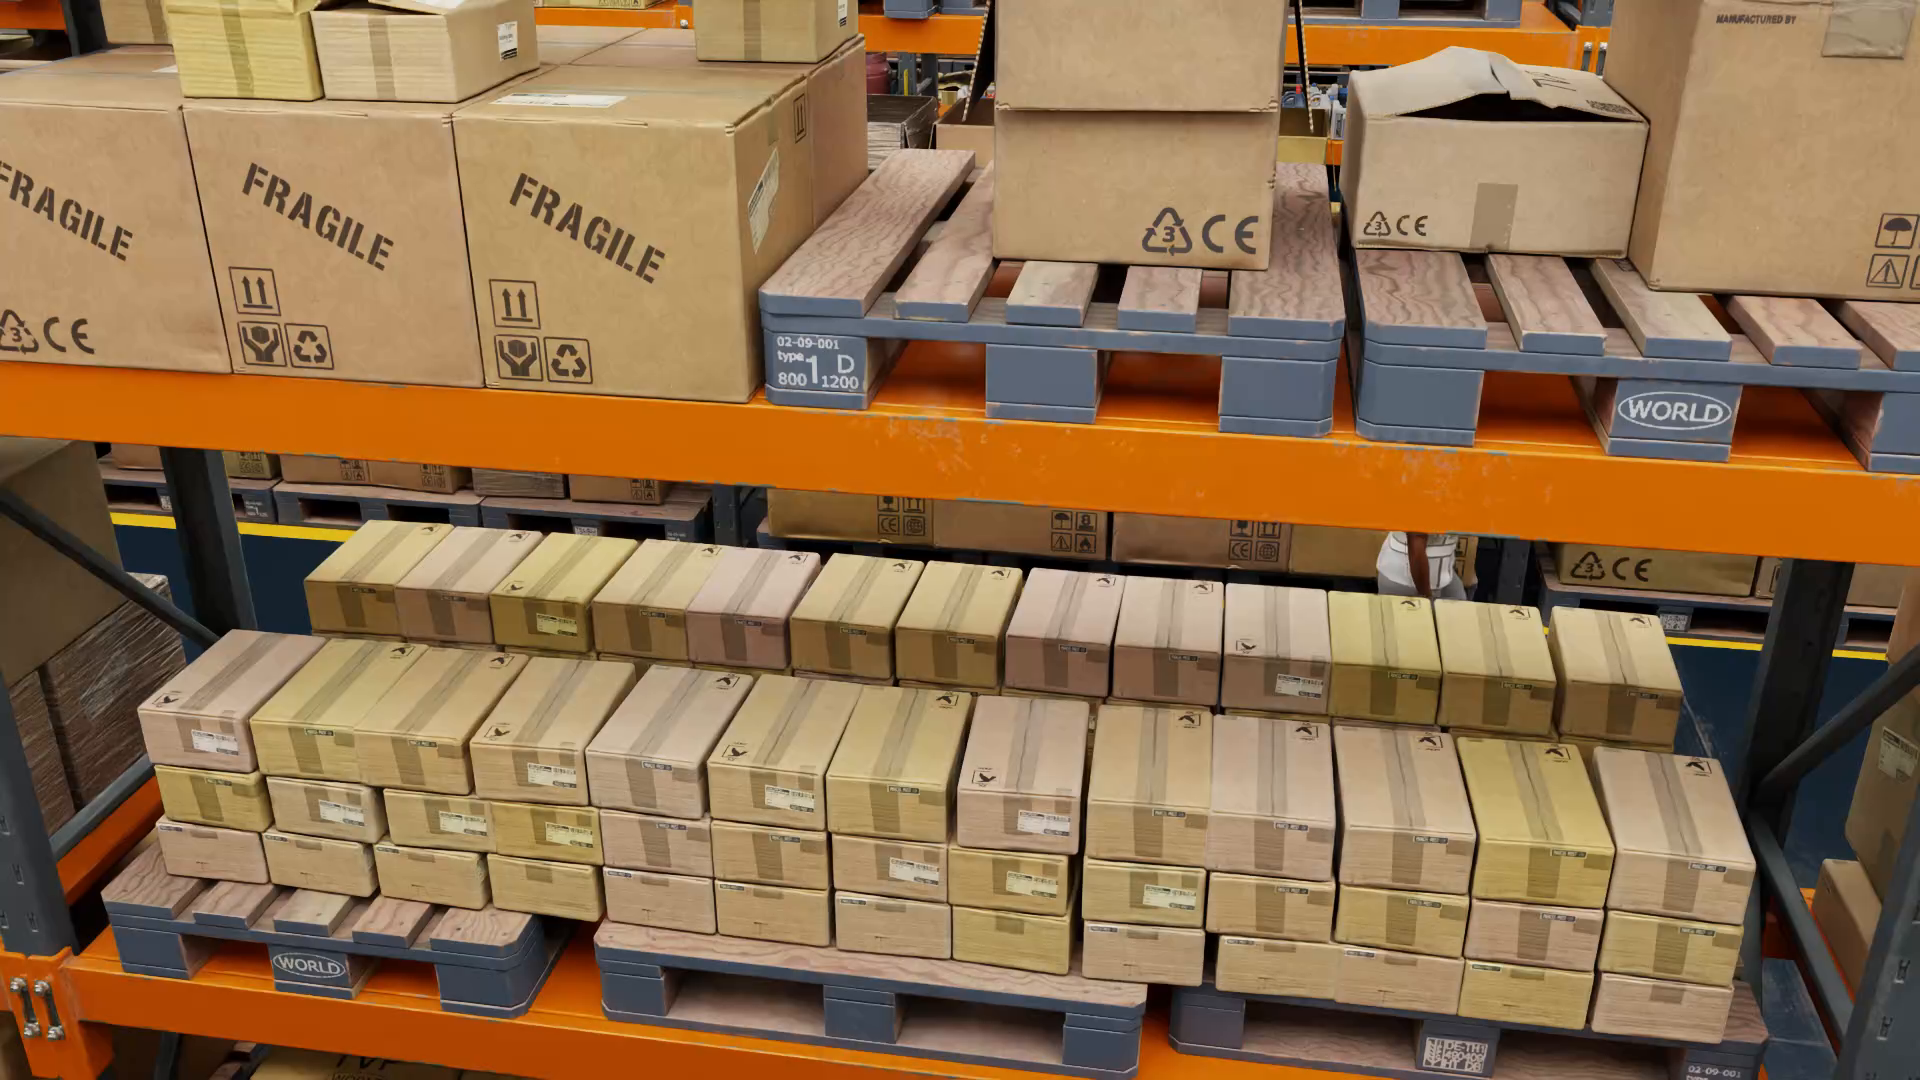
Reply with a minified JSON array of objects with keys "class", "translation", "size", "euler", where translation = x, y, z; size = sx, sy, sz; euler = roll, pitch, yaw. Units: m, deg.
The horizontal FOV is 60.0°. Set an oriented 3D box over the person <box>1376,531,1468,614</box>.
[{"class":"person","translation":[1.877,0.165,6.697],"size":[0.469,1.719,0.486],"euler":[8,26,17]}]
